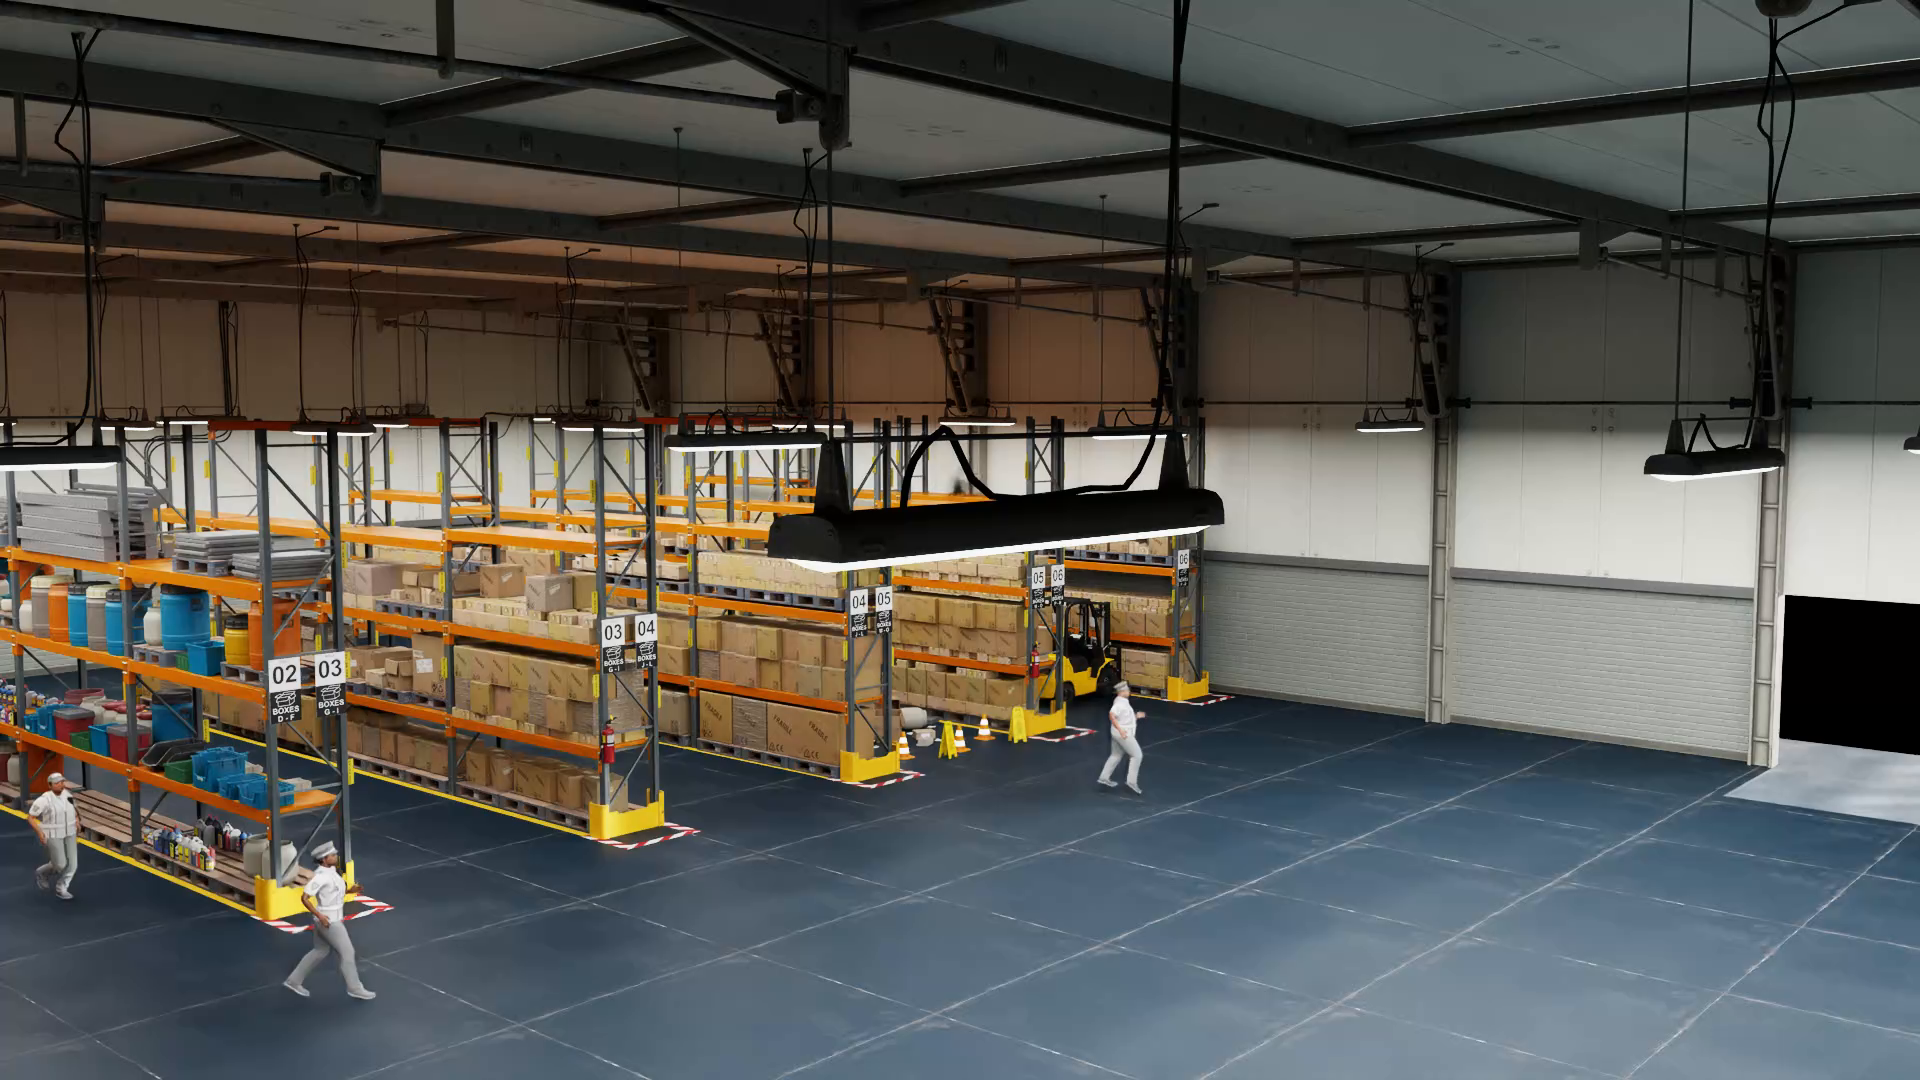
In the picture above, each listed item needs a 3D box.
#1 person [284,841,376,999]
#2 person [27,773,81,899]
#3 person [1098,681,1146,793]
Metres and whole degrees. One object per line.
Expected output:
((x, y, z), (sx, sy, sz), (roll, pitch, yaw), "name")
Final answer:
((-6.642, 4.013, 17.491), (0.891, 1.704, 0.566), (-2, 5, -20), "person")
((-11.484, 3.766, 21.181), (0.554, 1.617, 0.621), (3, 5, 29), "person")
((2.654, 3.210, 27.045), (0.769, 1.848, 0.632), (-1, 5, -9), "person")
